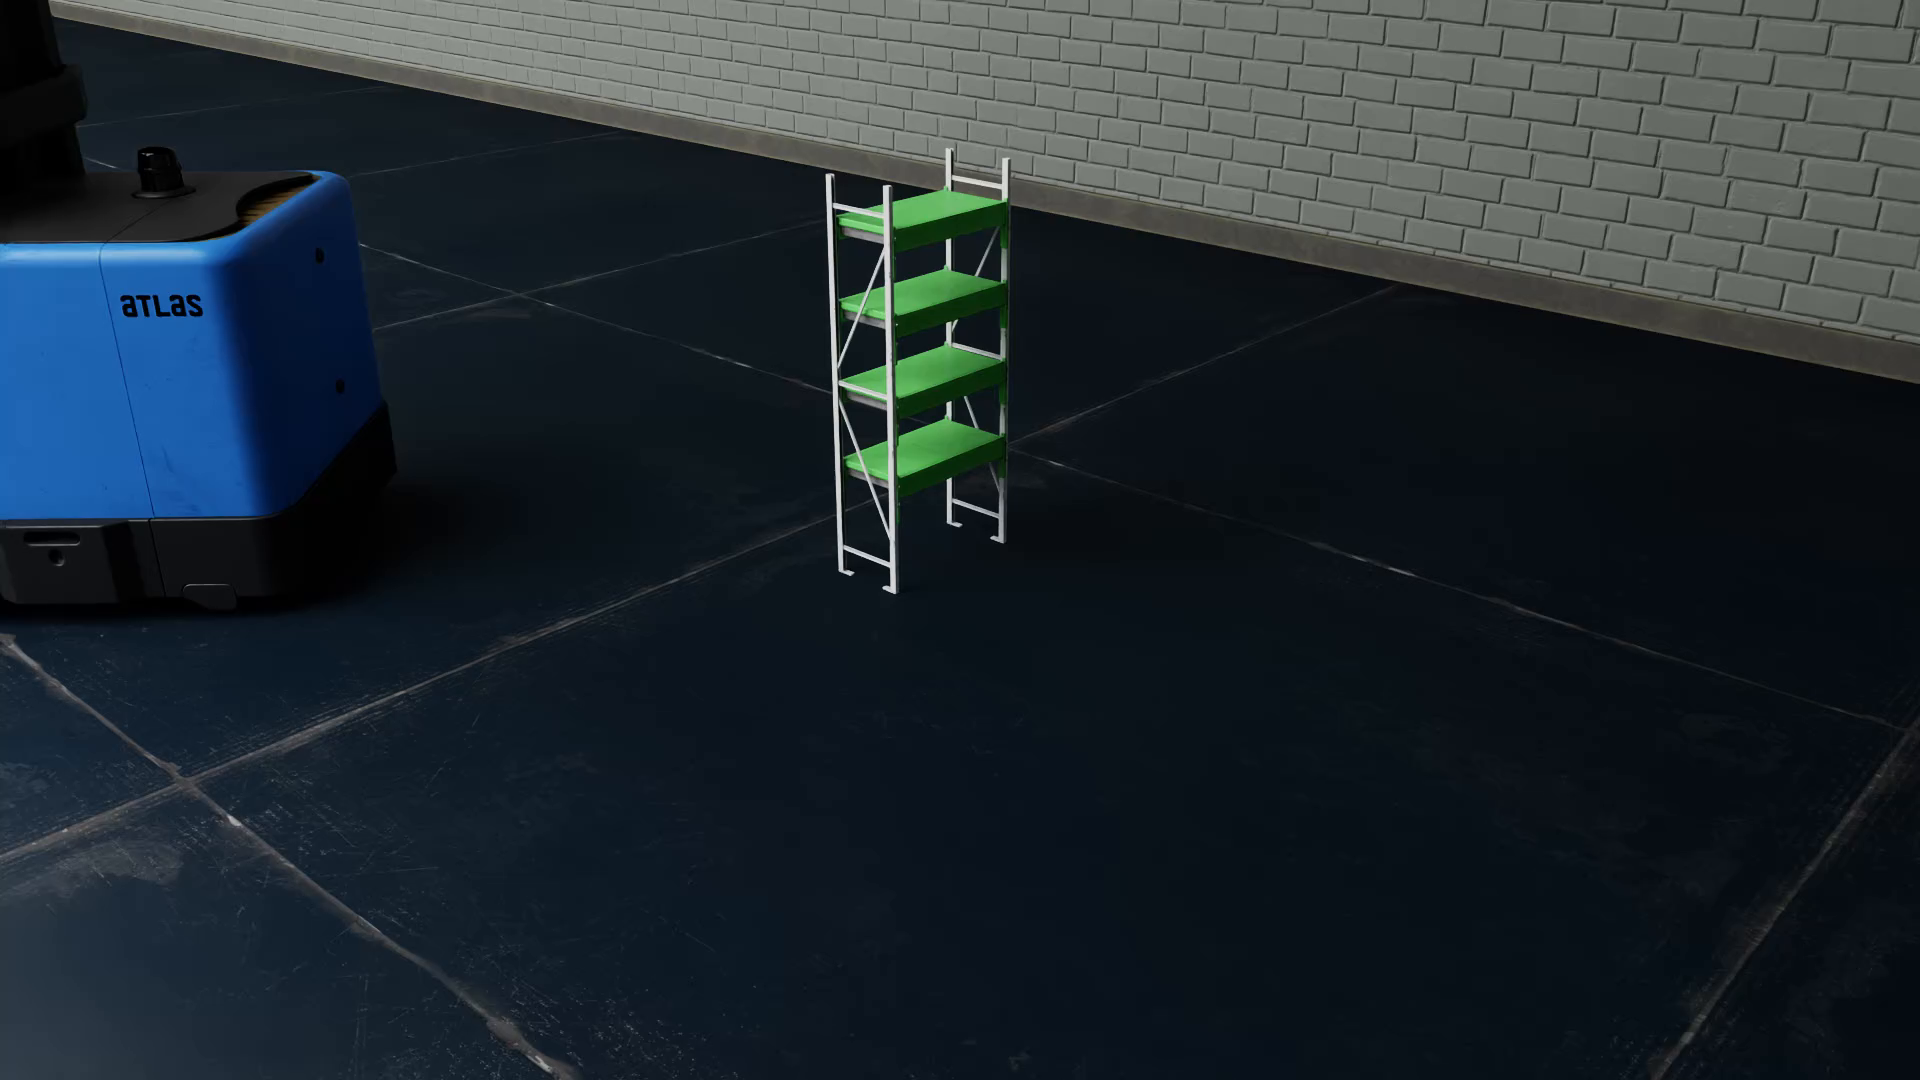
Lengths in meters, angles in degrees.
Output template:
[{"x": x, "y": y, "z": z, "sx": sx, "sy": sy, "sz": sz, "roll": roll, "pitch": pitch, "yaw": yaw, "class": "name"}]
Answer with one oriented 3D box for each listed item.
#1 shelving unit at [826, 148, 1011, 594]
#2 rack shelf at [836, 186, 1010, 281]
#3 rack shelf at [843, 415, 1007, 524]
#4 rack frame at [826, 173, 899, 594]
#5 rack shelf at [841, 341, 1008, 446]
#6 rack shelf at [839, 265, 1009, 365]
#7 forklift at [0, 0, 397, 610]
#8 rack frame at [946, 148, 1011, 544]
[{"x": -0.110, "y": -0.497, "z": 4.892, "sx": 0.258, "sy": 1.200, "sz": 0.503, "roll": 20, "pitch": 31, "yaw": 38, "class": "shelving unit"}, {"x": -0.110, "y": -0.877, "z": 4.722, "sx": 0.258, "sy": 0.148, "sz": 0.480, "roll": 20, "pitch": 31, "yaw": 38, "class": "rack shelf"}, {"x": -0.110, "y": -0.220, "z": 5.016, "sx": 0.258, "sy": 0.148, "sz": 0.480, "roll": 20, "pitch": 31, "yaw": 38, "class": "rack shelf"}, {"x": -0.273, "y": -0.423, "z": 4.726, "sx": 0.240, "sy": 1.200, "sz": 0.015, "roll": 20, "pitch": 31, "yaw": 38, "class": "rack frame"}, {"x": -0.110, "y": -0.439, "z": 4.918, "sx": 0.258, "sy": 0.148, "sz": 0.480, "roll": 20, "pitch": 31, "yaw": 38, "class": "rack shelf"}, {"x": -0.110, "y": -0.658, "z": 4.820, "sx": 0.258, "sy": 0.148, "sz": 0.480, "roll": 20, "pitch": 31, "yaw": 38, "class": "rack shelf"}, {"x": -3.397, "y": -1.312, "z": 4.593, "sx": 3.031, "sy": 2.935, "sz": 1.130, "roll": -1, "pitch": 24, "yaw": -1, "class": "forklift"}, {"x": 0.052, "y": -0.571, "z": 5.058, "sx": 0.240, "sy": 1.200, "sz": 0.015, "roll": 20, "pitch": 31, "yaw": 38, "class": "rack frame"}]
